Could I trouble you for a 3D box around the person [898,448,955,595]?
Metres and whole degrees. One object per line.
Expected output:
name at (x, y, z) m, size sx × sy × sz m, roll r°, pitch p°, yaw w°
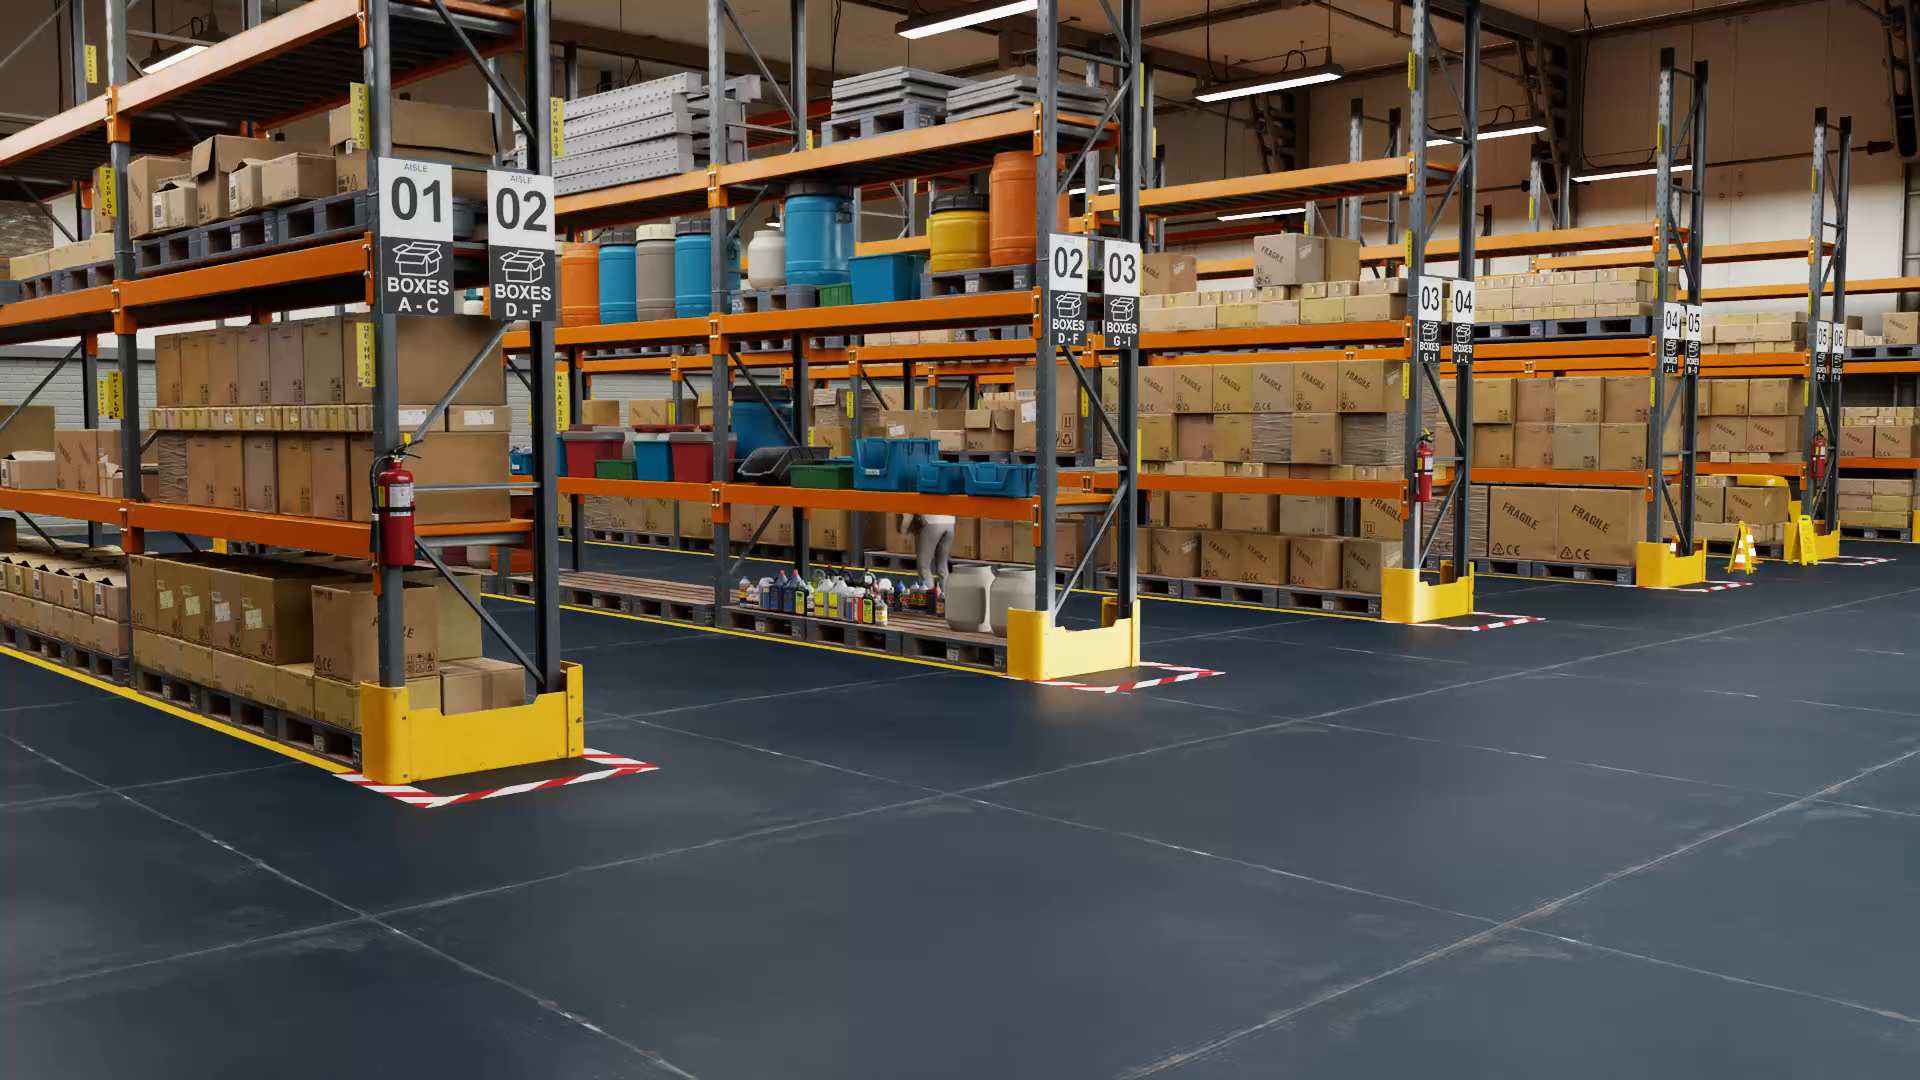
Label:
person at (-0.315, -0.093, 15.850) m, size 0.416 × 1.674 × 0.535 m, roll -4°, pitch 6°, yaw -45°
